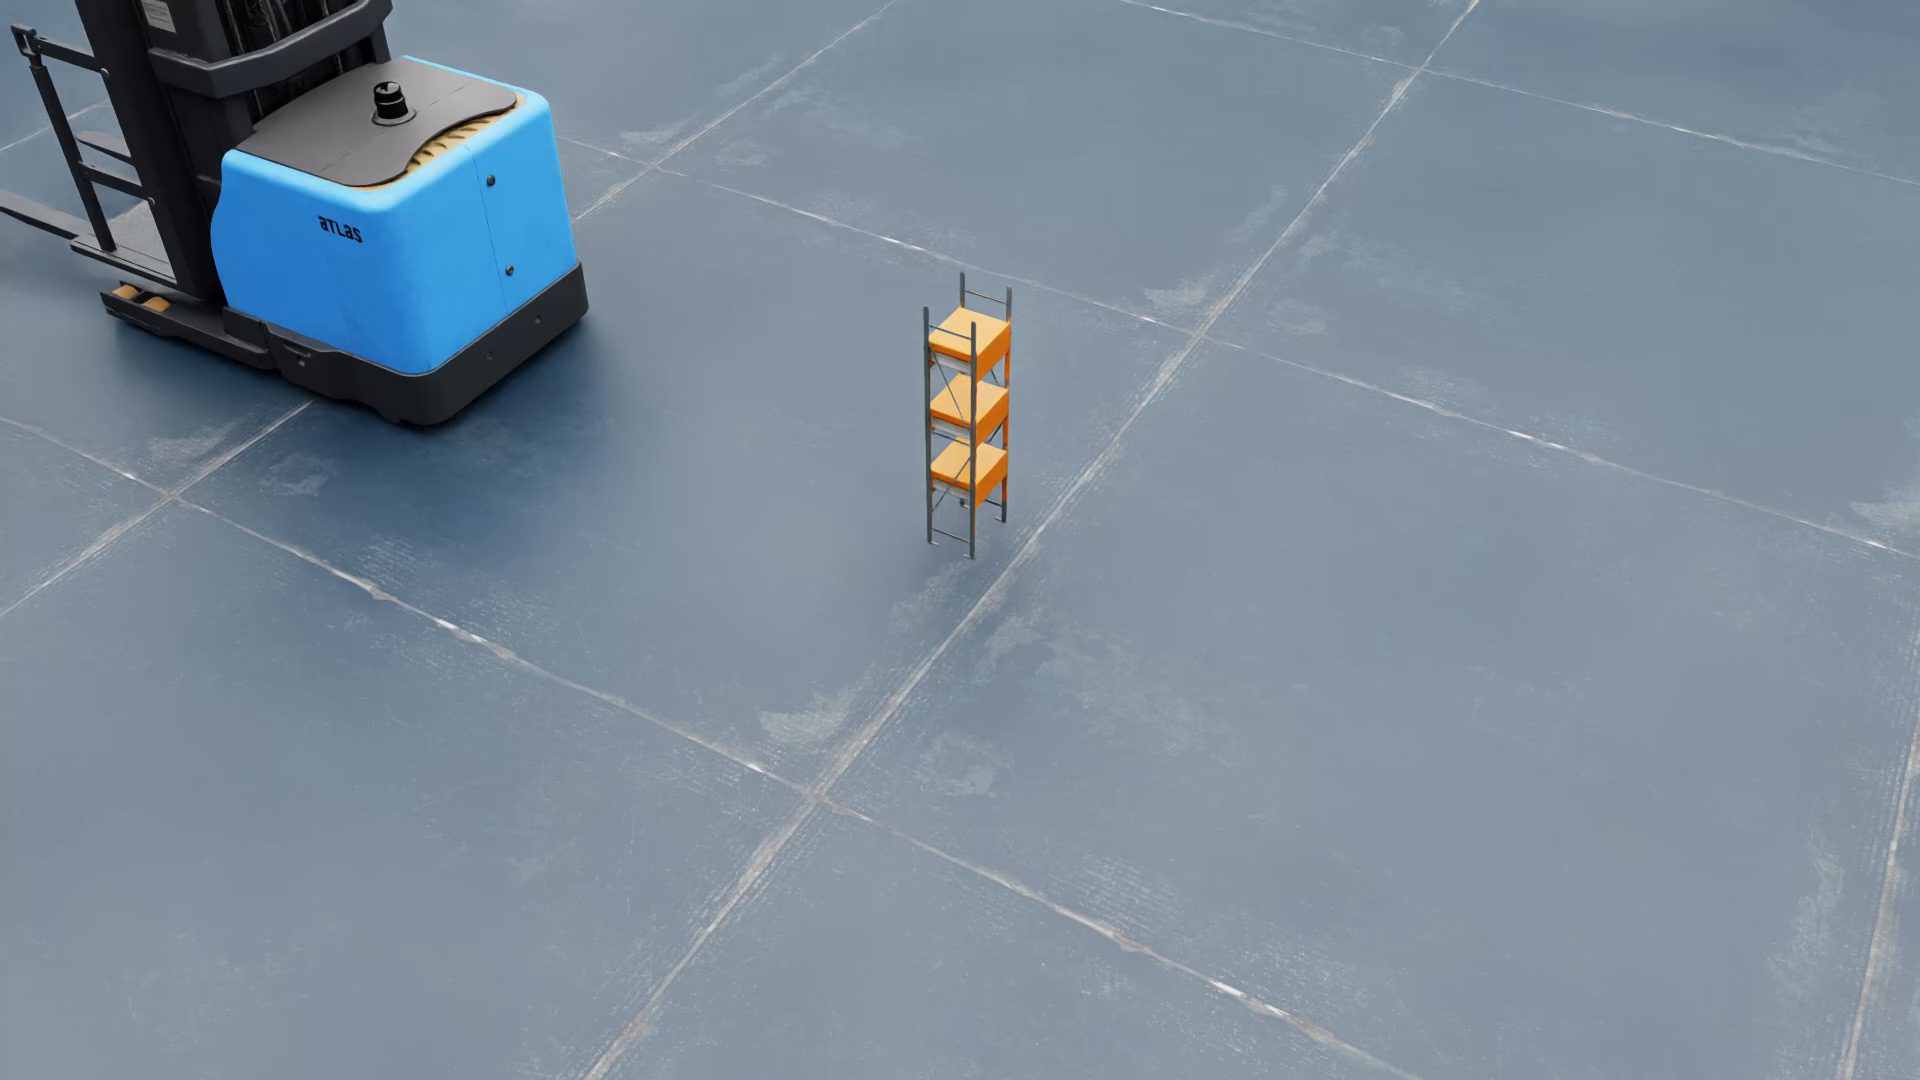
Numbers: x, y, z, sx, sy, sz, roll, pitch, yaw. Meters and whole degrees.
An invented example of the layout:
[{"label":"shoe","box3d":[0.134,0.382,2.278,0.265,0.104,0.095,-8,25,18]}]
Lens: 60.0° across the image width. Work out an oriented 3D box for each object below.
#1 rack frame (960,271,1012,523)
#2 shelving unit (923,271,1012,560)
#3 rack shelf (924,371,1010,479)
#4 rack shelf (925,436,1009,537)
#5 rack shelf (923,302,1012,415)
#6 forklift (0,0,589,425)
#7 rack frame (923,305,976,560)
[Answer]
[{"label":"rack frame","box3d":[0.088,-0.494,6.017,0.200,1.050,0.008,21,45,22]},{"label":"shelving unit","box3d":[0.027,-0.425,5.938,0.215,1.050,0.252,21,45,22]},{"label":"rack shelf","box3d":[0.027,-0.417,5.945,0.215,0.259,0.240,21,45,22]},{"label":"rack shelf","box3d":[0.027,-0.208,6.128,0.215,0.259,0.240,21,45,22]},{"label":"rack shelf","box3d":[0.027,-0.630,5.757,0.215,0.259,0.240,21,45,22]},{"label":"forklift","box3d":[-3.168,-2.272,6.613,3.031,2.935,1.130,20,45,22]},{"label":"rack frame","box3d":[-0.034,-0.355,5.859,0.200,1.050,0.008,21,45,22]}]
